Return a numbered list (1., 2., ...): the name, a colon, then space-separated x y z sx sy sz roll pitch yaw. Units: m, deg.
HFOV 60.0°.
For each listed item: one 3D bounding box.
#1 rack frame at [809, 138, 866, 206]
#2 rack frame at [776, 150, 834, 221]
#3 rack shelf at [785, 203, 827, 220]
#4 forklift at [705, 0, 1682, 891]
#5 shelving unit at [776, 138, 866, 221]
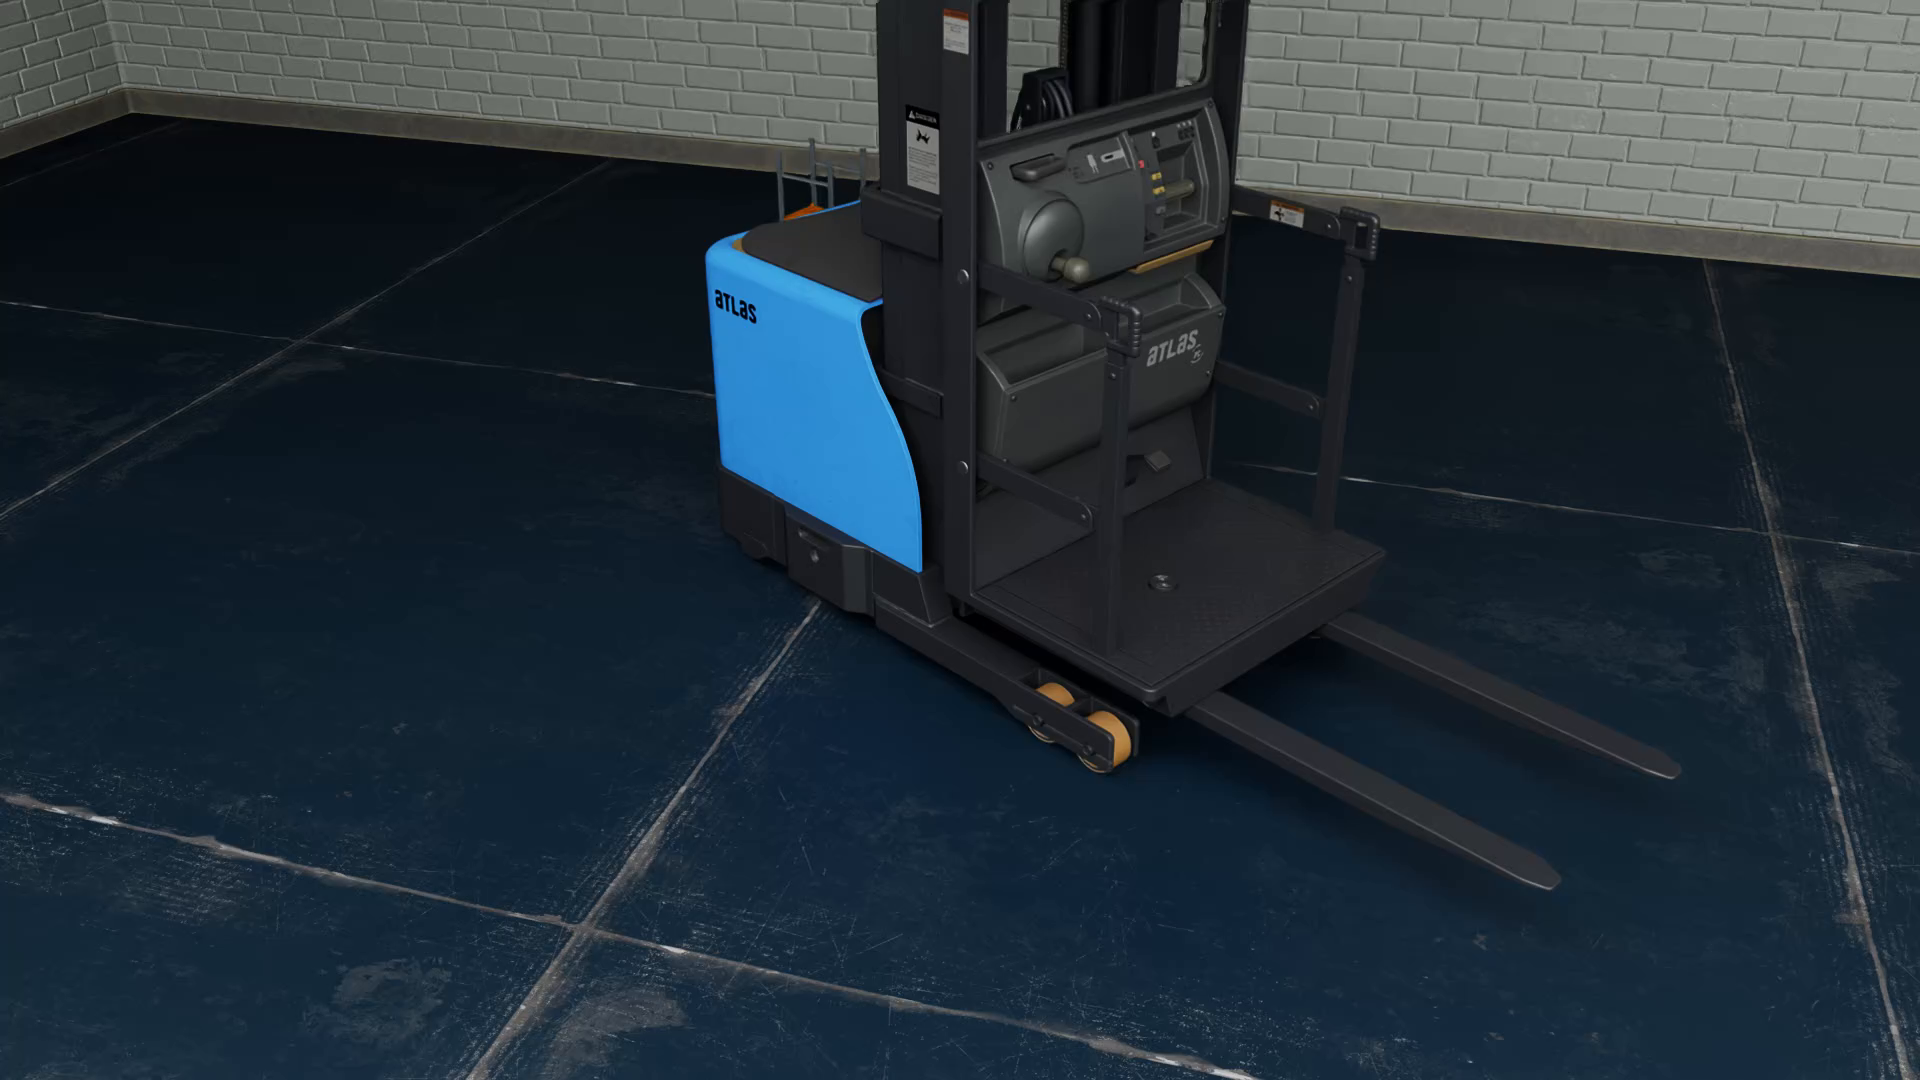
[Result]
1. rack frame: -0.425 -0.847 6.038 0.240 1.200 0.006 18 34 29
2. rack frame: -0.527 -0.773 5.906 0.240 1.200 0.006 18 34 29
3. rack shelf: -0.476 -1.086 5.819 0.258 0.103 0.180 18 34 29
4. forklift: 0.560 -0.922 4.393 1.130 2.935 3.031 -25 38 -37
5. shelving unit: -0.476 -0.810 5.972 0.258 1.200 0.189 18 34 29
